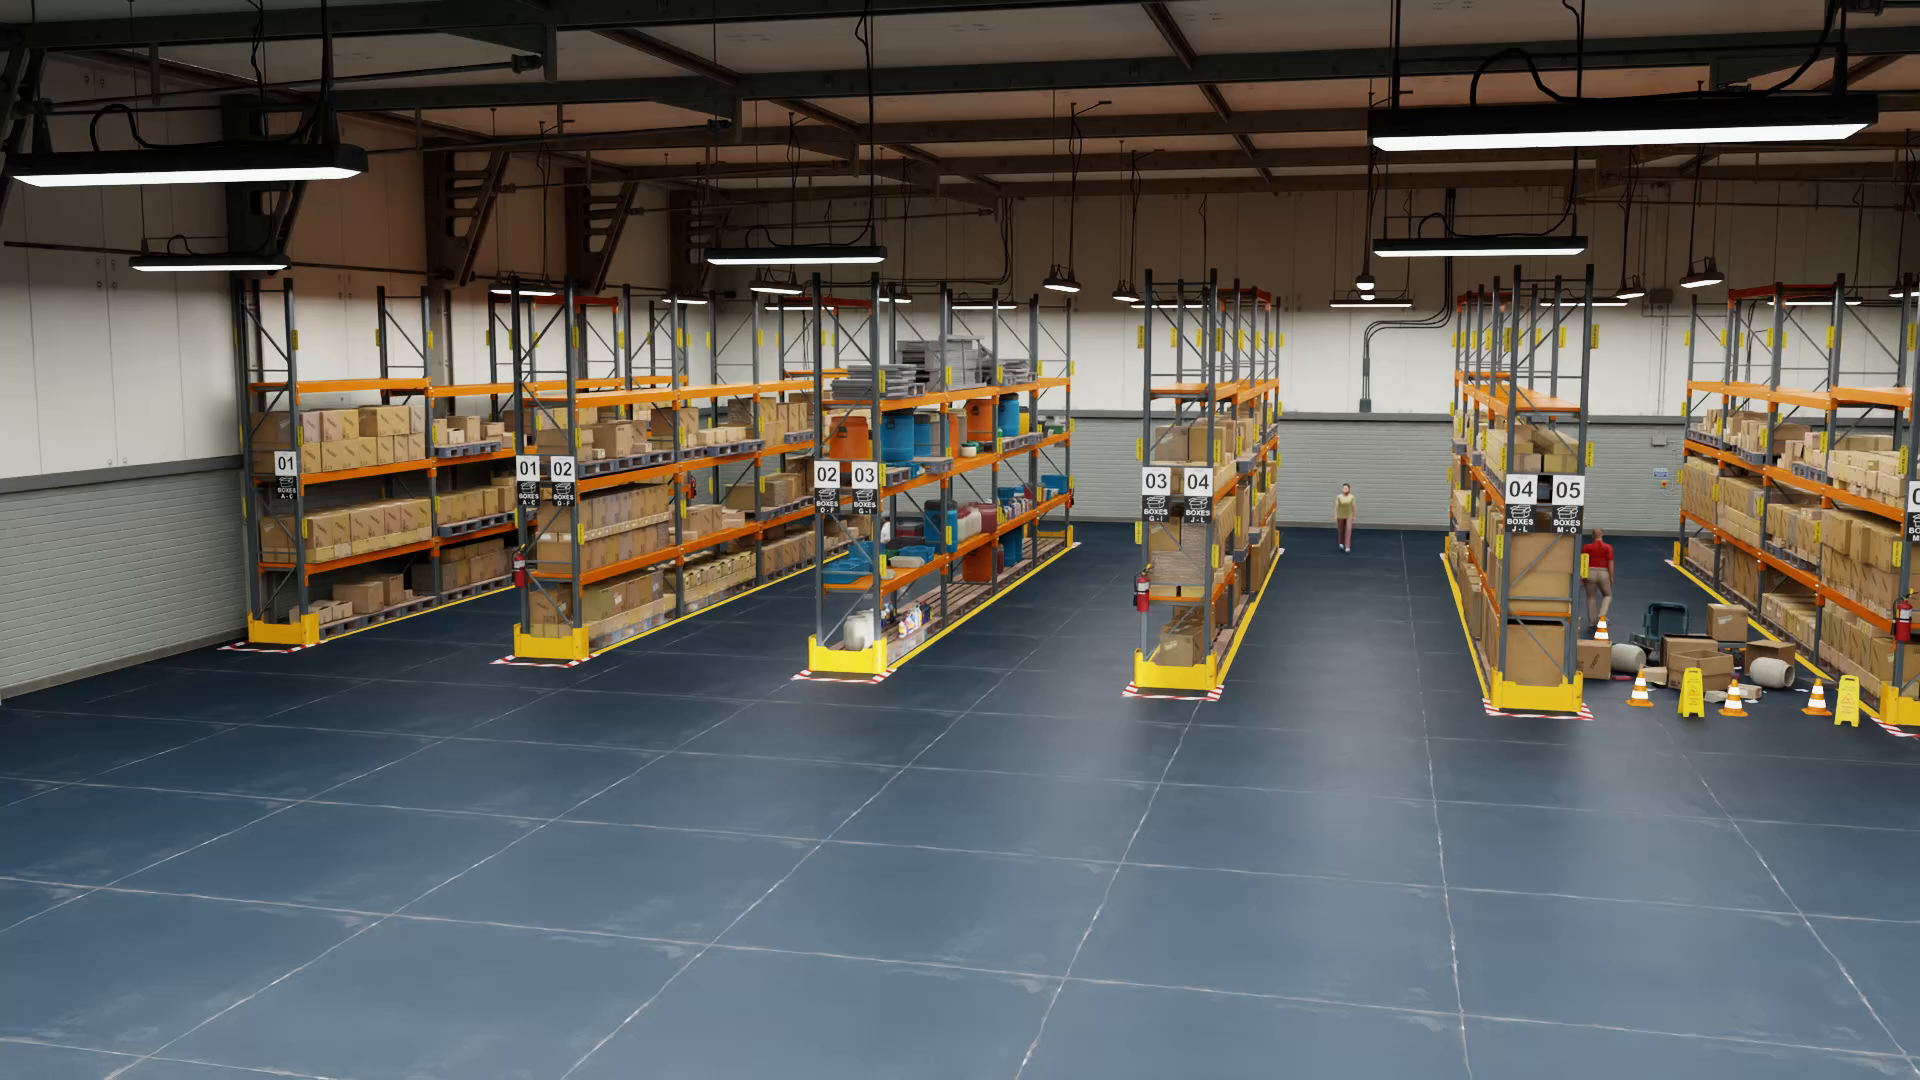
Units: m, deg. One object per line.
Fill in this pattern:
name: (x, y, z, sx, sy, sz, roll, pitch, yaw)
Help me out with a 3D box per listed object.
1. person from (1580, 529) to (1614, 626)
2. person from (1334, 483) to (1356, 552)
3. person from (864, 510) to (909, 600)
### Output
person: (11.153, 0.665, 29.101, 0.586, 1.724, 0.532, 3, 7, 22)
person: (9.149, -0.541, 39.491, 0.516, 1.611, 1.082, 1, 7, 11)
person: (-1.313, 0.271, 30.253, 0.779, 1.628, 0.515, 5, 9, 37)
